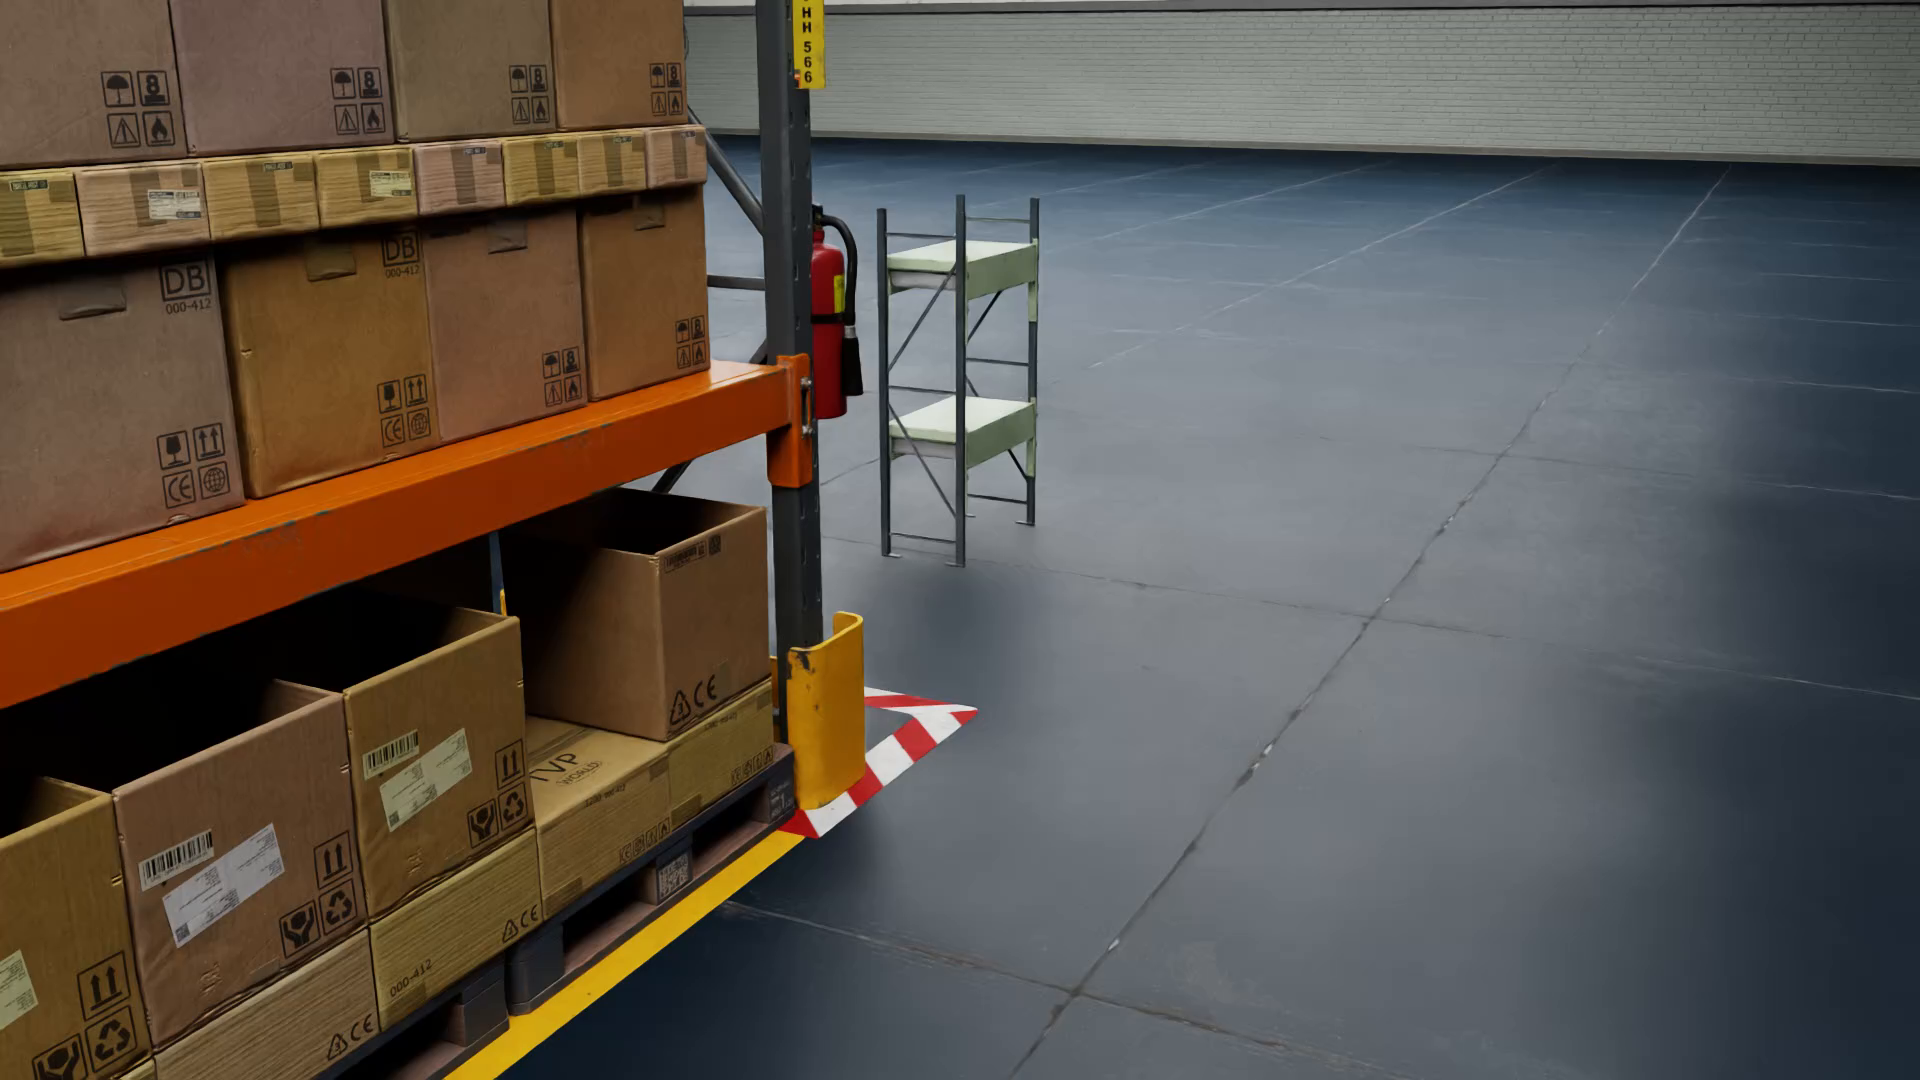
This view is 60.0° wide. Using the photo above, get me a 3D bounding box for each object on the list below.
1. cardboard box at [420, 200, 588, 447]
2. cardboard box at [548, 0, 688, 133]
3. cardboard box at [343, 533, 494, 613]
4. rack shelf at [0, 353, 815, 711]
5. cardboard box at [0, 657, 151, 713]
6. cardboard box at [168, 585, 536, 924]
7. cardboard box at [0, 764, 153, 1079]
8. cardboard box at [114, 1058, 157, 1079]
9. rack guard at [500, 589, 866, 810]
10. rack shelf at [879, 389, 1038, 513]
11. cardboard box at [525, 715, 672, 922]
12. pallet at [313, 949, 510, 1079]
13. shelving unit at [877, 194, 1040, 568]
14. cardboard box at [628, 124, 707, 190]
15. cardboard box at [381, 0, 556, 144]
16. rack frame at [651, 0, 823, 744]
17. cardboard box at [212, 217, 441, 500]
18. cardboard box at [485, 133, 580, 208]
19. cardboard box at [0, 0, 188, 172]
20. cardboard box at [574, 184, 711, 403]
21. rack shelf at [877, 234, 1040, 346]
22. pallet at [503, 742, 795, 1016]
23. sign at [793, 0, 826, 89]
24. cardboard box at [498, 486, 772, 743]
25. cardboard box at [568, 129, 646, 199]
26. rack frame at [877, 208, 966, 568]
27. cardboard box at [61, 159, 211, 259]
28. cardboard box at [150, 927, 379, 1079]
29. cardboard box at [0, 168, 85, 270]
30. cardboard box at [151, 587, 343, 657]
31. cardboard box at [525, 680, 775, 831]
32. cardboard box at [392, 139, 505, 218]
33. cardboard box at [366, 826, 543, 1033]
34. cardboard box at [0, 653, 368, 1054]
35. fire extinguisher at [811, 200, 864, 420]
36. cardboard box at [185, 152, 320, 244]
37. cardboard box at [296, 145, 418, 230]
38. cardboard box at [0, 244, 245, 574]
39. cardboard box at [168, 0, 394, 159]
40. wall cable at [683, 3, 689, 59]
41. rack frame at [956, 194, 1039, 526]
[{"bbox_3d":[-1.328,-0.550,3.931,0.700,0.500,0.500,9,19,27],"label":"cardboard box"},{"bbox_3d":[-1.122,-1.292,4.153,0.700,0.500,0.500,8,18,26],"label":"cardboard box"},{"bbox_3d":[-1.538,0.240,4.223,0.500,0.500,0.500,8,18,25],"label":"cardboard box"},{"bbox_3d":[-1.772,0.101,3.180,1.077,0.370,4.000,8,18,25],"label":"rack shelf"},{"bbox_3d":[-1.989,0.494,3.368,0.500,0.500,0.500,8,18,25],"label":"cardboard box"},{"bbox_3d":[-1.285,0.435,3.566,0.500,0.500,0.500,8,18,25],"label":"cardboard box"},{"bbox_3d":[-1.731,0.690,2.708,0.500,0.500,0.500,8,18,25],"label":"cardboard box"},{"bbox_3d":[-1.731,1.049,2.815,0.500,0.250,0.500,8,18,25],"label":"cardboard box"},{"bbox_3d":[-0.867,0.439,5.169,1.175,0.500,0.348,8,18,25],"label":"rack guard"},{"bbox_3d":[0.003,-0.408,7.409,0.431,0.370,0.720,8,18,25],"label":"rack shelf"},{"bbox_3d":[-1.066,0.666,4.104,0.500,0.250,0.500,8,18,25],"label":"cardboard box"},{"bbox_3d":[-1.729,1.093,3.473,1.003,0.211,1.213,8,18,25],"label":"pallet"},{"bbox_3d":[0.003,-0.721,7.317,0.431,1.500,0.755,8,18,25],"label":"shelving unit"},{"bbox_3d":[-0.878,-0.991,4.277,0.380,0.149,0.250,8,18,24],"label":"cardboard box"},{"bbox_3d":[-1.352,-1.158,3.700,0.700,0.500,0.500,8,18,24],"label":"cardboard box"},{"bbox_3d":[-0.878,-0.753,4.793,1.000,3.000,0.127,8,18,25],"label":"rack frame"},{"bbox_3d":[-1.556,-0.424,3.508,0.700,0.500,0.500,8,18,26],"label":"cardboard box"},{"bbox_3d":[-1.108,-0.859,3.832,0.380,0.149,0.250,8,18,25],"label":"cardboard box"},{"bbox_3d":[-1.800,-0.902,2.838,0.700,0.500,0.500,8,18,25],"label":"cardboard box"},{"bbox_3d":[-1.098,-0.684,4.383,0.700,0.500,0.500,8,18,25],"label":"cardboard box"},{"bbox_3d":[0.003,-1.095,7.205,0.431,0.370,0.720,8,18,25],"label":"rack shelf"},{"bbox_3d":[-1.182,0.783,4.516,1.003,0.211,1.213,8,18,25],"label":"pallet"},{"bbox_3d":[-0.399,-1.349,4.350,0.100,0.325,0.005,8,18,25],"label":"sign"},{"bbox_3d":[-0.851,0.178,4.430,0.500,0.500,0.500,8,18,25],"label":"cardboard box"},{"bbox_3d":[-0.994,-0.924,4.052,0.380,0.149,0.250,9,19,27],"label":"cardboard box"},{"bbox_3d":[-0.161,-0.627,7.003,0.400,1.500,0.023,8,18,25],"label":"rack frame"},{"bbox_3d":[-1.570,-0.595,2.946,0.380,0.149,0.250,8,18,25],"label":"cardboard box"},{"bbox_3d":[-1.513,0.921,3.246,0.500,0.250,0.500,8,18,25],"label":"cardboard box"},{"bbox_3d":[-1.683,-0.532,2.733,0.380,0.149,0.250,8,18,25],"label":"cardboard box"},{"bbox_3d":[-1.750,0.369,3.789,0.500,0.500,0.500,8,18,25],"label":"cardboard box"},{"bbox_3d":[-0.853,0.538,4.538,0.500,0.250,0.500,8,18,25],"label":"cardboard box"},{"bbox_3d":[-1.223,-0.795,3.617,0.380,0.149,0.250,8,18,26],"label":"cardboard box"},{"bbox_3d":[-1.288,0.794,3.674,0.500,0.250,0.500,8,18,25],"label":"cardboard box"},{"bbox_3d":[-1.510,0.562,3.138,0.500,0.500,0.500,8,18,25],"label":"cardboard box"},{"bbox_3d":[-0.410,-0.687,4.706,0.296,0.674,0.183,8,18,25],"label":"fire extinguisher"},{"bbox_3d":[-1.456,-0.661,3.166,0.380,0.149,0.250,9,19,27],"label":"cardboard box"},{"bbox_3d":[-1.340,-0.728,3.392,0.380,0.149,0.250,9,19,27],"label":"cardboard box"},{"bbox_3d":[-1.787,-0.289,3.055,0.700,0.500,0.500,9,19,27],"label":"cardboard box"},{"bbox_3d":[-1.576,-1.029,3.267,0.700,0.500,0.500,8,18,26],"label":"cardboard box"},{"bbox_3d":[-8.259,-13.454,42.471,3.097,2.526,0.112,8,18,25],"label":"wall cable"},{"bbox_3d":[0.167,-0.814,7.630,0.400,1.500,0.023,8,18,25],"label":"rack frame"}]
